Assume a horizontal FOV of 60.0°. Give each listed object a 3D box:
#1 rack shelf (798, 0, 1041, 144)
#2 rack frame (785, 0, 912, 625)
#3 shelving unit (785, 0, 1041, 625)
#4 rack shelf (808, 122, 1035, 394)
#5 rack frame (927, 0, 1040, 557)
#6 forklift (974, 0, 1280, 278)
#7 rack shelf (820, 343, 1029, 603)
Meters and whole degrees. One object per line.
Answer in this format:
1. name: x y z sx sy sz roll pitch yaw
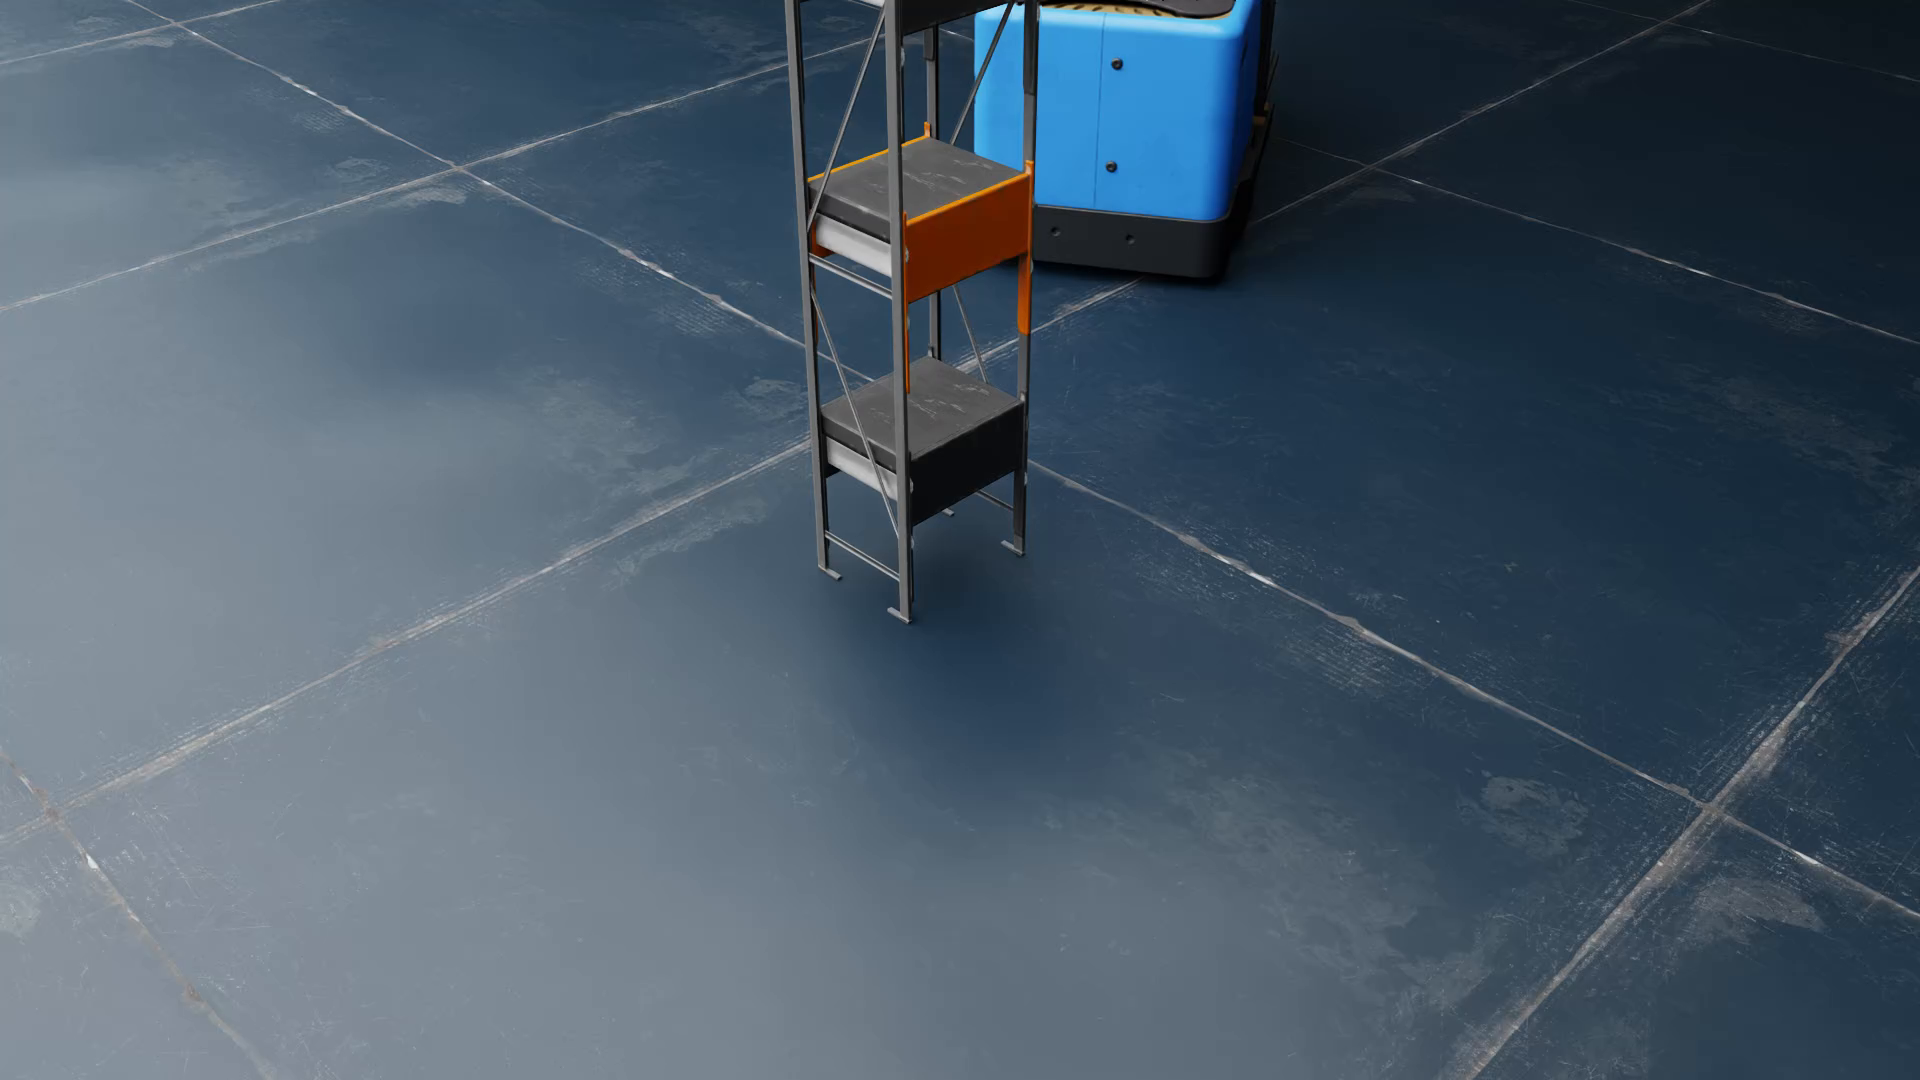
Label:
1. rack shelf: -0.117 -1.357 4.160 0.431 0.518 0.480 30 45 35
2. rack frame: -0.289 -0.695 4.411 0.400 2.100 0.015 30 45 35
3. shelving unit: -0.117 -0.794 4.553 0.431 2.100 0.503 30 45 35
4. rack shelf: -0.117 -0.783 4.561 0.431 0.518 0.480 30 45 35
5. rack frame: 0.055 -0.893 4.695 0.400 2.100 0.015 30 45 35
6. forklift: 0.898 -3.086 7.113 1.130 2.935 3.031 8 36 12
7. rack shelf: -0.117 -0.209 4.961 0.431 0.518 0.480 30 45 35
